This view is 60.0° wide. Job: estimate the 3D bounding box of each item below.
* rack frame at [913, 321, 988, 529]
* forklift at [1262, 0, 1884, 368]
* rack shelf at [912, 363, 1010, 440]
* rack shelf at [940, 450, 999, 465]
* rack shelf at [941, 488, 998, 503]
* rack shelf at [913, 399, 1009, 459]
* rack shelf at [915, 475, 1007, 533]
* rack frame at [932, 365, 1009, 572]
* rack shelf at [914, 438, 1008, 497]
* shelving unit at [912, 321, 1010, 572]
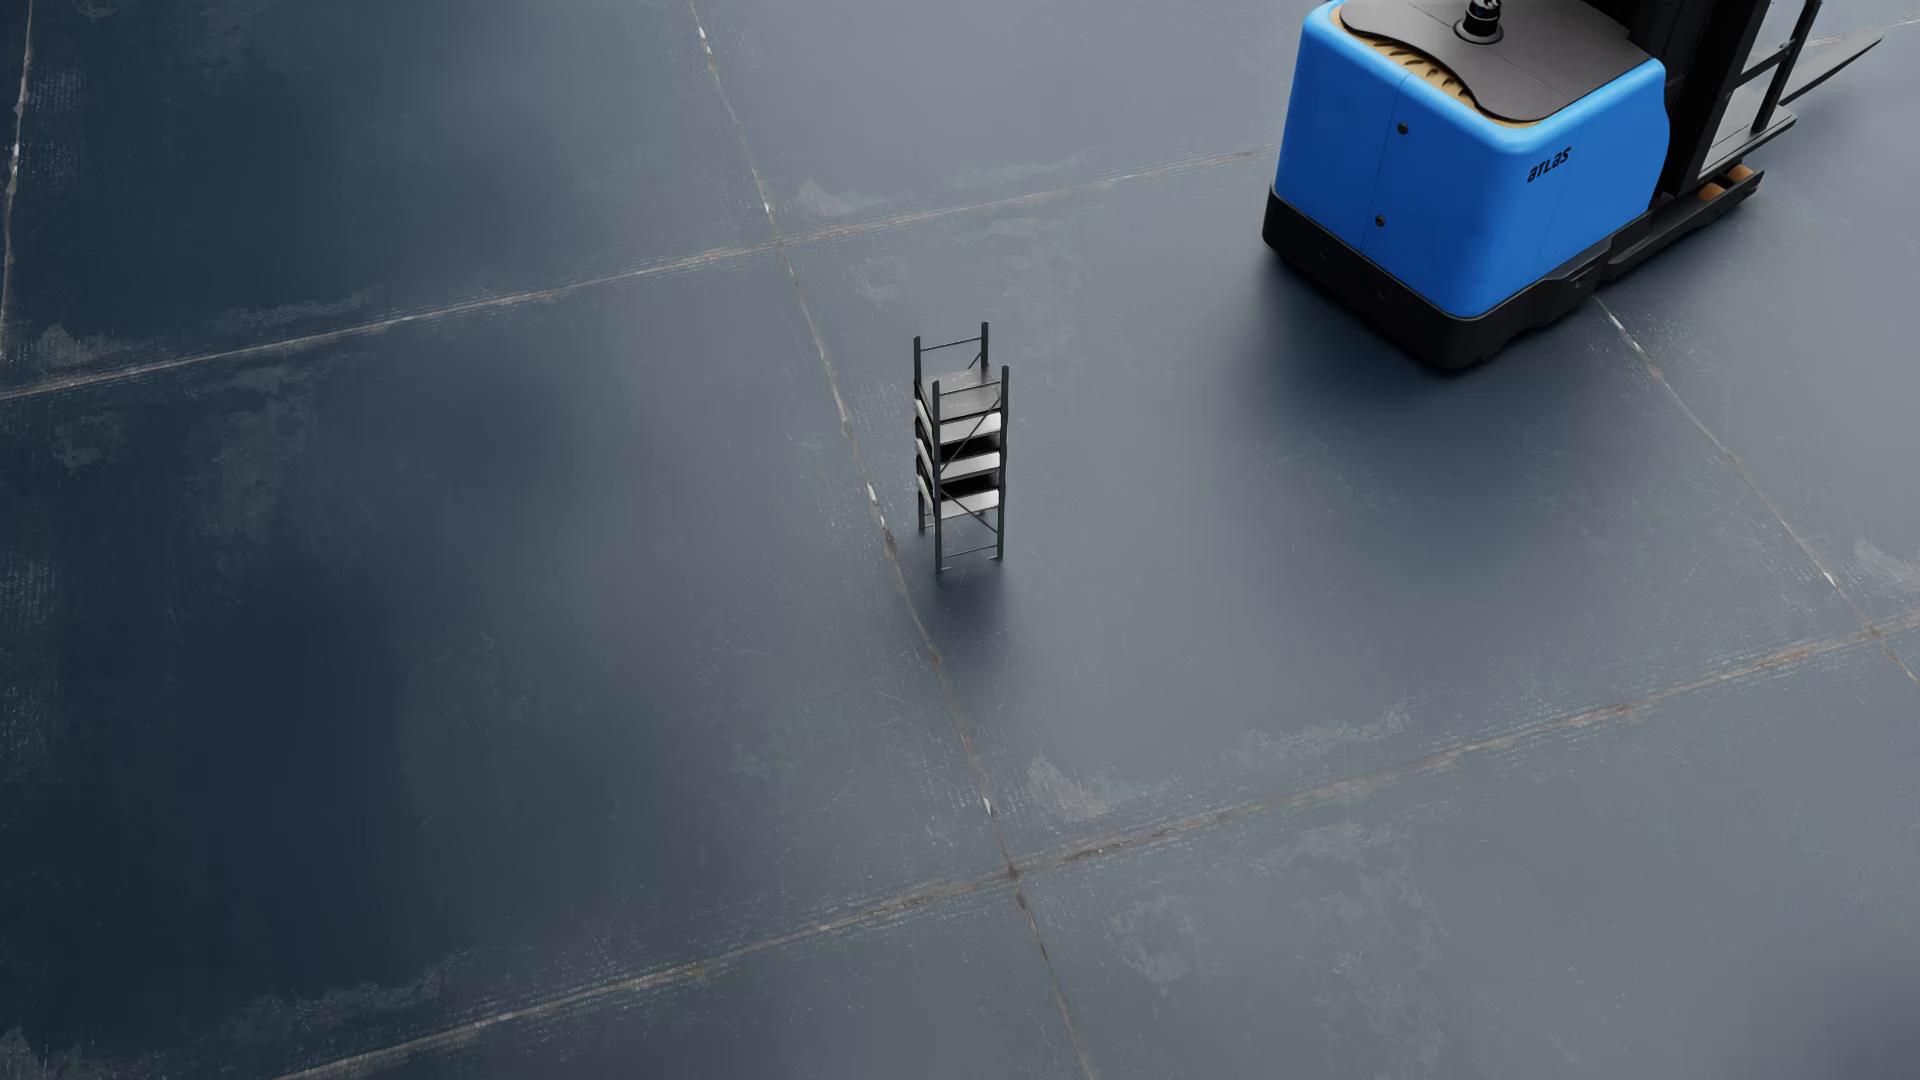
[{"bbox_3d":[-0.028,-0.358,5.464,0.240,0.900,0.006,-13,51,-11],"label":"rack frame"},{"bbox_3d":[2.688,-2.533,5.968,3.031,2.935,1.130,-31,56,-23],"label":"forklift"},{"bbox_3d":[0.002,-0.437,5.220,0.258,0.077,0.200,-13,51,-11],"label":"rack shelf"},{"bbox_3d":[0.002,-0.330,5.346,0.199,0.015,0.184,-13,51,-11],"label":"rack shelf"},{"bbox_3d":[0.002,-0.214,5.484,0.199,0.015,0.184,-13,51,-11],"label":"rack shelf"},{"bbox_3d":[0.002,-0.379,5.289,0.258,0.077,0.200,-13,51,-11],"label":"rack shelf"},{"bbox_3d":[0.002,-0.147,5.564,0.258,0.077,0.200,-13,51,-11],"label":"rack shelf"},{"bbox_3d":[0.032,-0.210,5.338,0.240,0.900,0.006,-13,51,-11],"label":"rack frame"},{"bbox_3d":[0.002,-0.263,5.426,0.258,0.077,0.200,-13,51,-11],"label":"rack shelf"},{"bbox_3d":[0.002,-0.284,5.401,0.258,0.900,0.210,-13,51,-11],"label":"shelving unit"}]
